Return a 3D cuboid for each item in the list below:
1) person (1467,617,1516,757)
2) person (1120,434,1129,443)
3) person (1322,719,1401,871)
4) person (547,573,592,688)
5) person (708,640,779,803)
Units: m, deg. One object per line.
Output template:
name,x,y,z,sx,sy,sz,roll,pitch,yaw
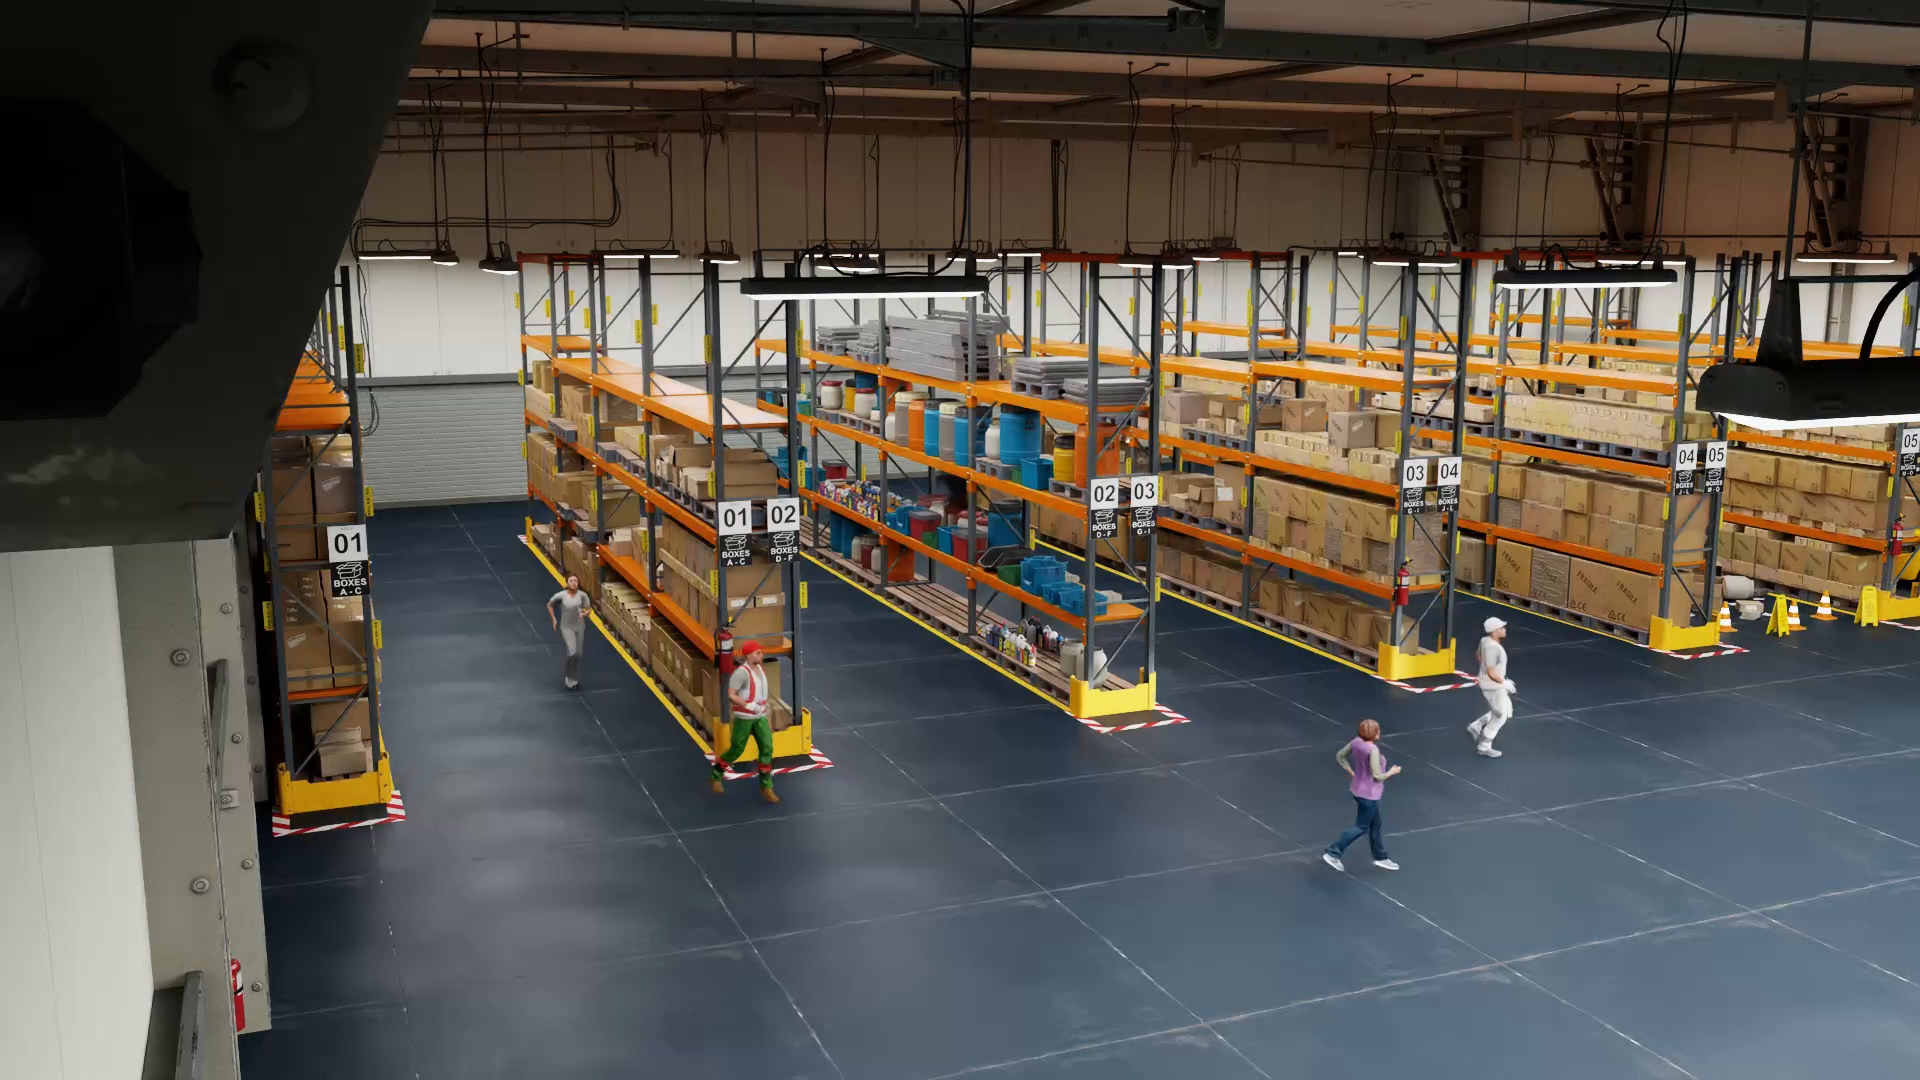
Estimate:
person,6.533,1.795,20.407,0.548,1.745,0.661,2,11,11
person,3.900,-1.864,40.366,0.688,1.765,0.635,5,11,23
person,4.020,2.553,16.523,0.851,1.606,0.535,-2,11,-10
person,-5.451,1.274,23.405,0.552,1.639,0.613,-6,12,-31
person,-2.369,2.032,18.963,0.922,1.783,0.726,6,12,31
